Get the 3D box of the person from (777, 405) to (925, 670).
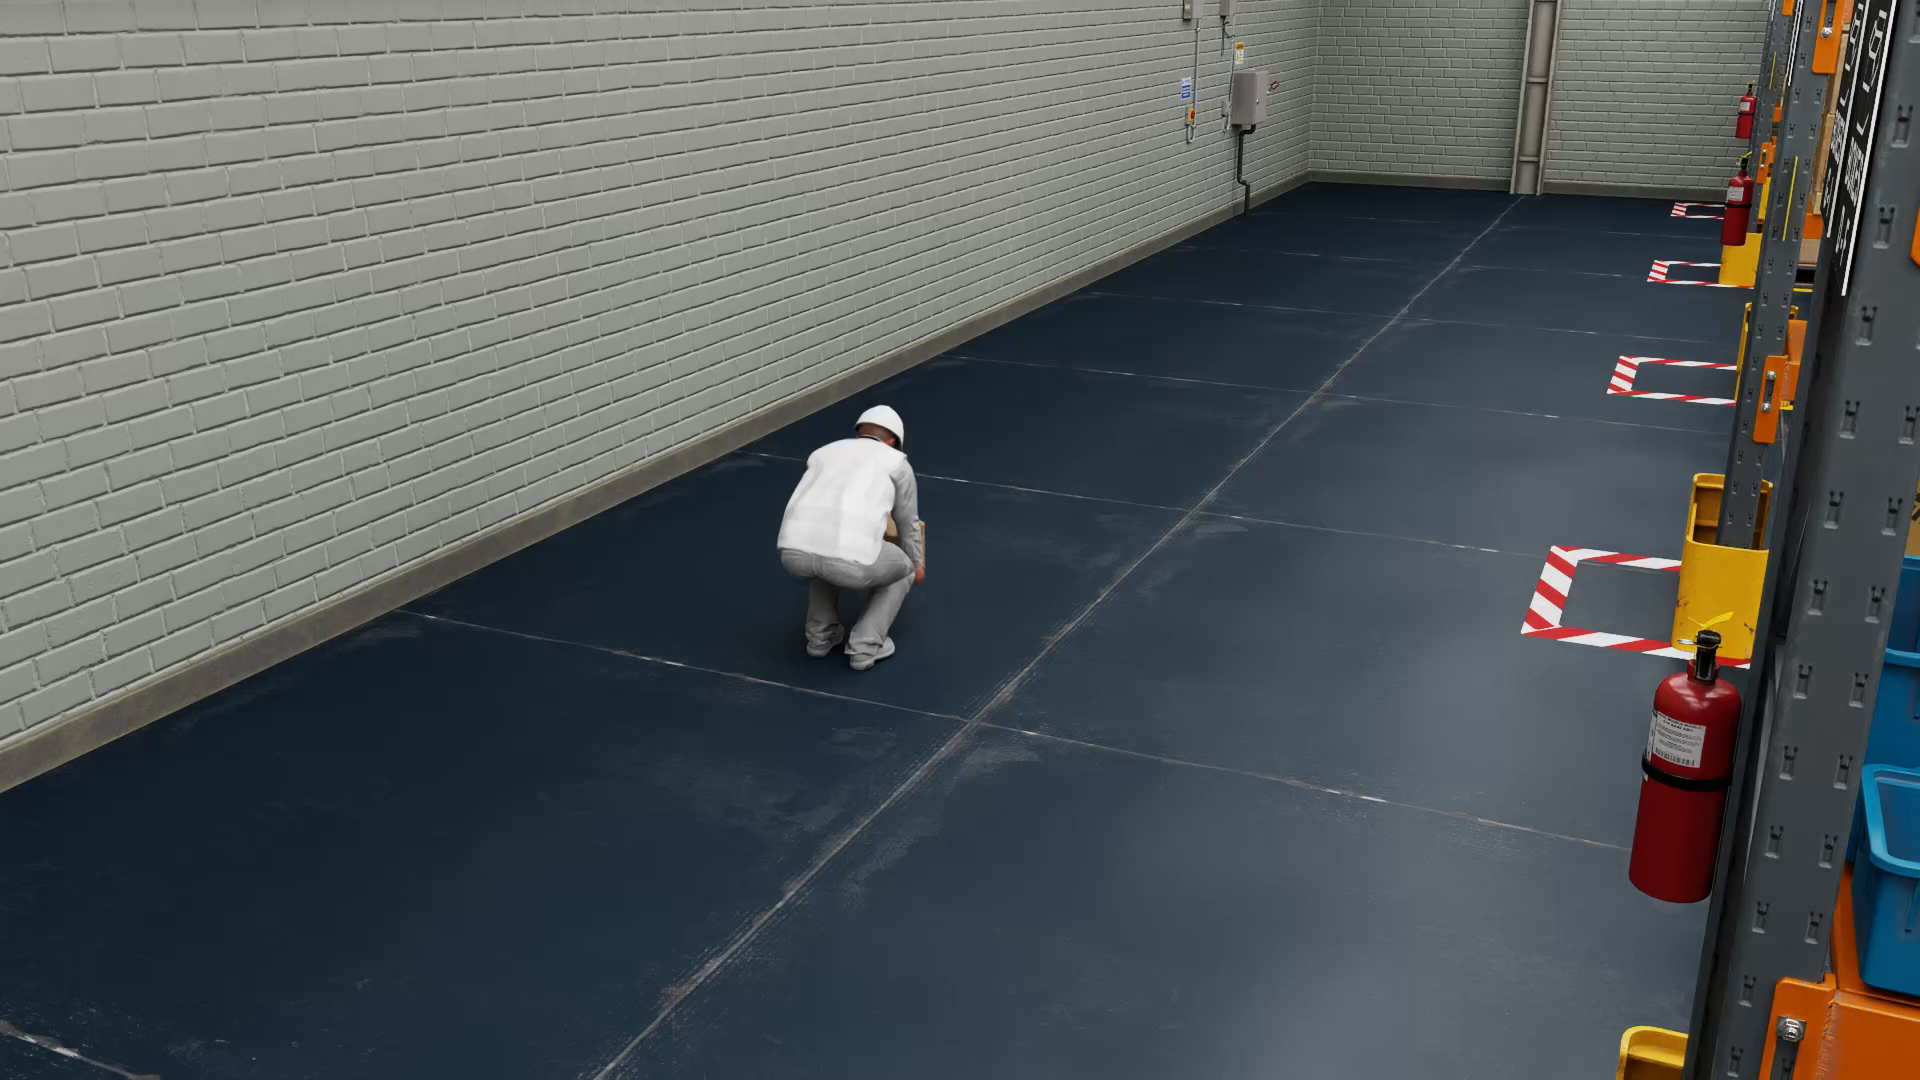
[{"bbox_3d":[-0.456,-0.012,7.266,0.511,1.001,0.920,8,20,21],"label":"person"}]
